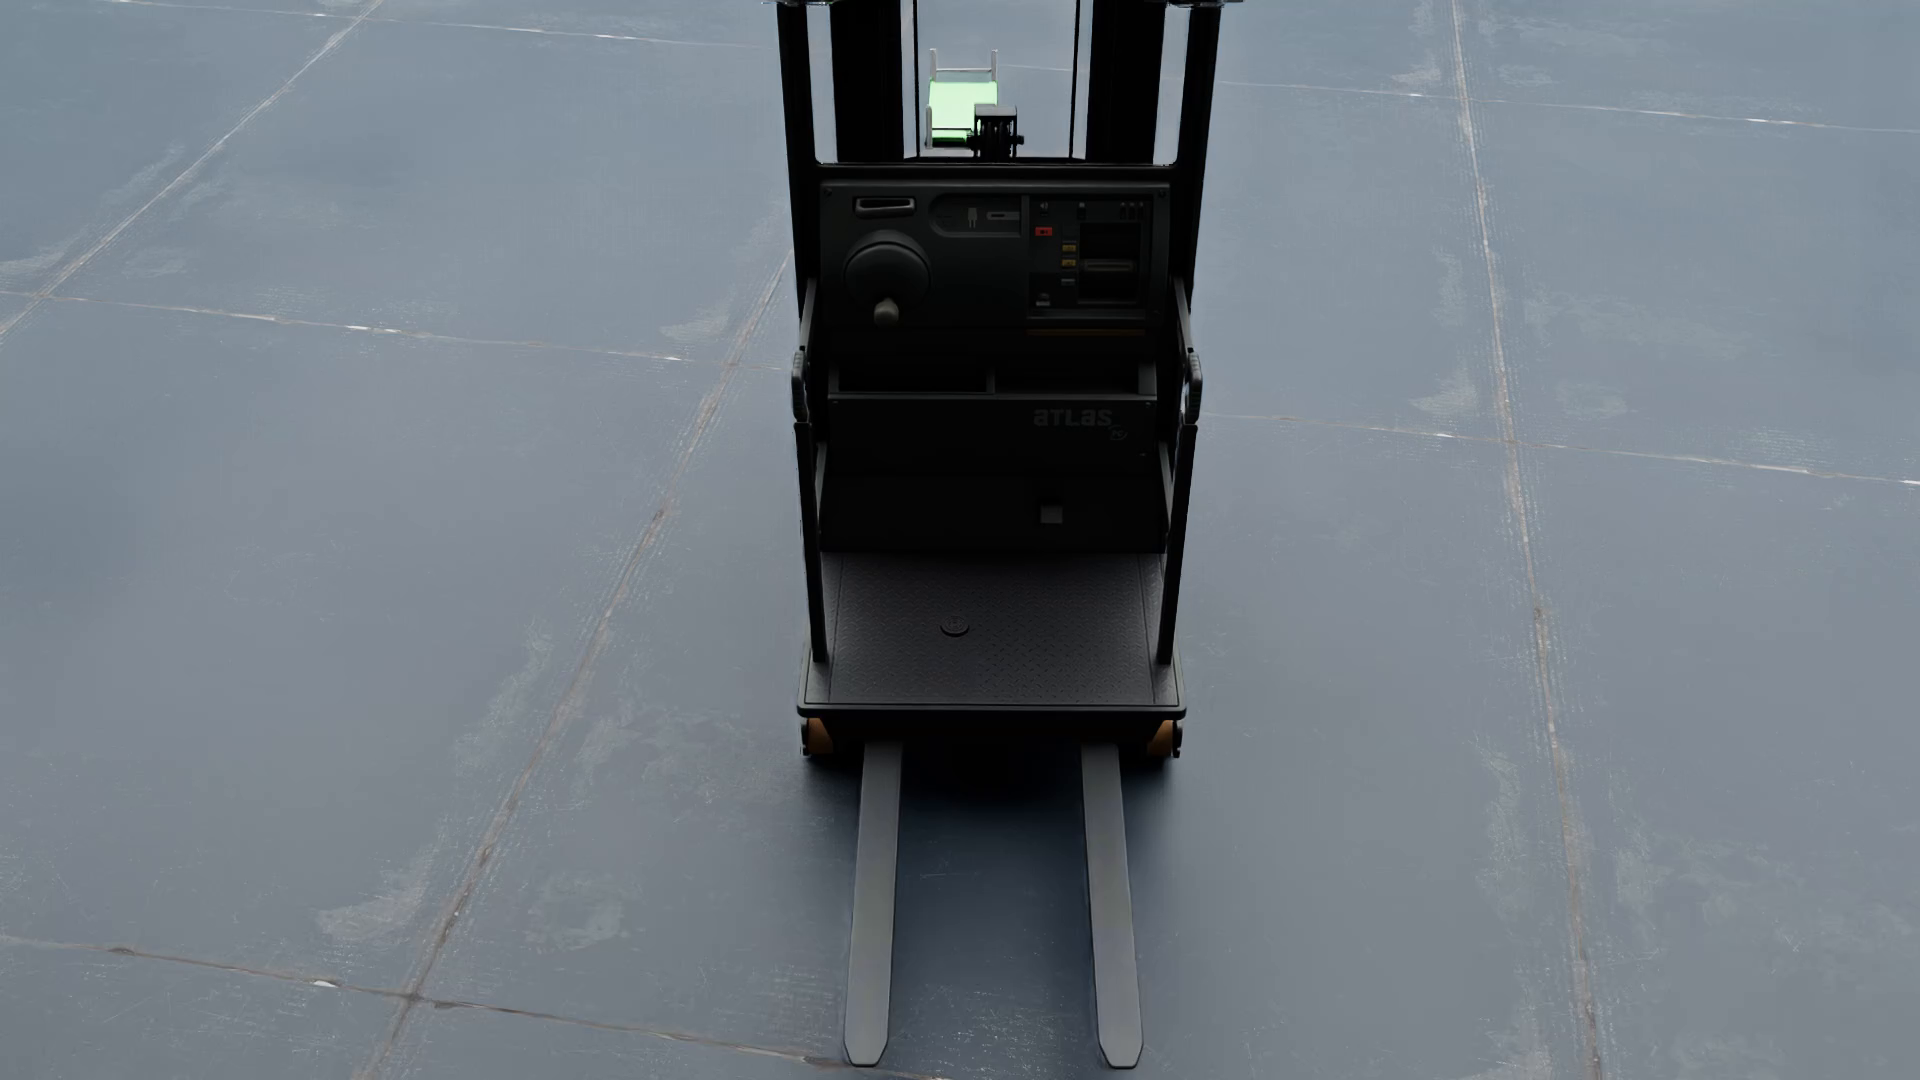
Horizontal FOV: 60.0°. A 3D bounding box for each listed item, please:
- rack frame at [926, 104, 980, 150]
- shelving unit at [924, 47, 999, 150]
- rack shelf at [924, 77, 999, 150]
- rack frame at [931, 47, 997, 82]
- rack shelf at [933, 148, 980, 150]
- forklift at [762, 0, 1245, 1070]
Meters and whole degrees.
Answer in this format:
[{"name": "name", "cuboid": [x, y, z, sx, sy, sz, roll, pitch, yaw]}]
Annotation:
[{"name": "rack frame", "cuboid": [0.005, -1.008, 6.018, 0.240, 1.200, 0.015, 1, 39, 1]}, {"name": "shelving unit", "cuboid": [0.009, -1.161, 6.208, 0.258, 1.200, 0.503, 1, 39, 1]}, {"name": "rack shelf", "cuboid": [0.009, -1.485, 5.947, 0.258, 0.148, 0.480, 1, 39, 1]}, {"name": "rack frame", "cuboid": [0.014, -1.314, 6.398, 0.240, 1.200, 0.015, 1, 39, 1]}, {"name": "rack shelf", "cuboid": [0.009, -1.298, 6.097, 0.258, 0.148, 0.480, 1, 39, 1]}, {"name": "forklift", "cuboid": [0.093, -0.686, 4.279, 1.130, 2.935, 3.031, 0, 40, 0]}]
